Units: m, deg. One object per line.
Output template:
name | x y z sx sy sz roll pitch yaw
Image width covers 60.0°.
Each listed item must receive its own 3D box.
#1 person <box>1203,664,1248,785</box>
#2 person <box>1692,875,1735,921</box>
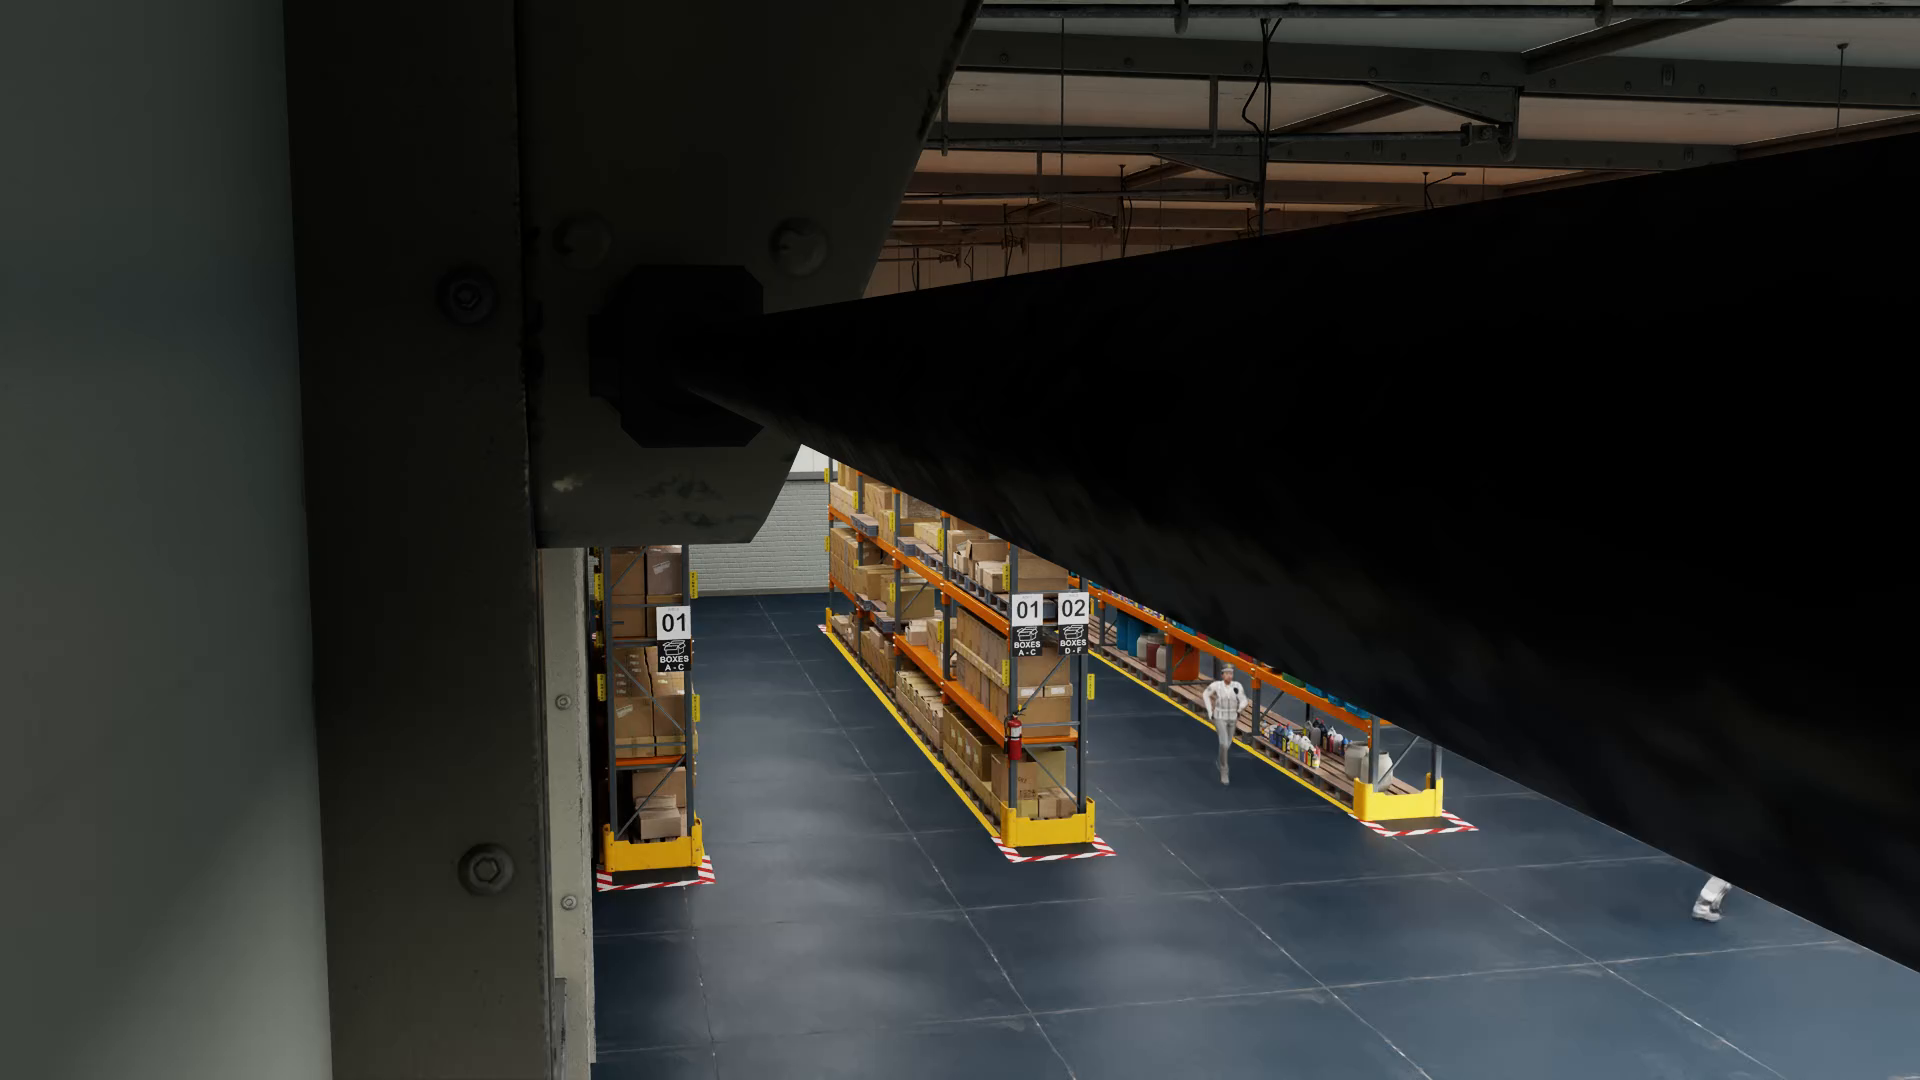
person | 3.874 2.633 24.174 0.600 1.743 0.751 -1 7 -11
person | 8.379 3.304 18.133 0.652 1.754 0.635 2 7 16
